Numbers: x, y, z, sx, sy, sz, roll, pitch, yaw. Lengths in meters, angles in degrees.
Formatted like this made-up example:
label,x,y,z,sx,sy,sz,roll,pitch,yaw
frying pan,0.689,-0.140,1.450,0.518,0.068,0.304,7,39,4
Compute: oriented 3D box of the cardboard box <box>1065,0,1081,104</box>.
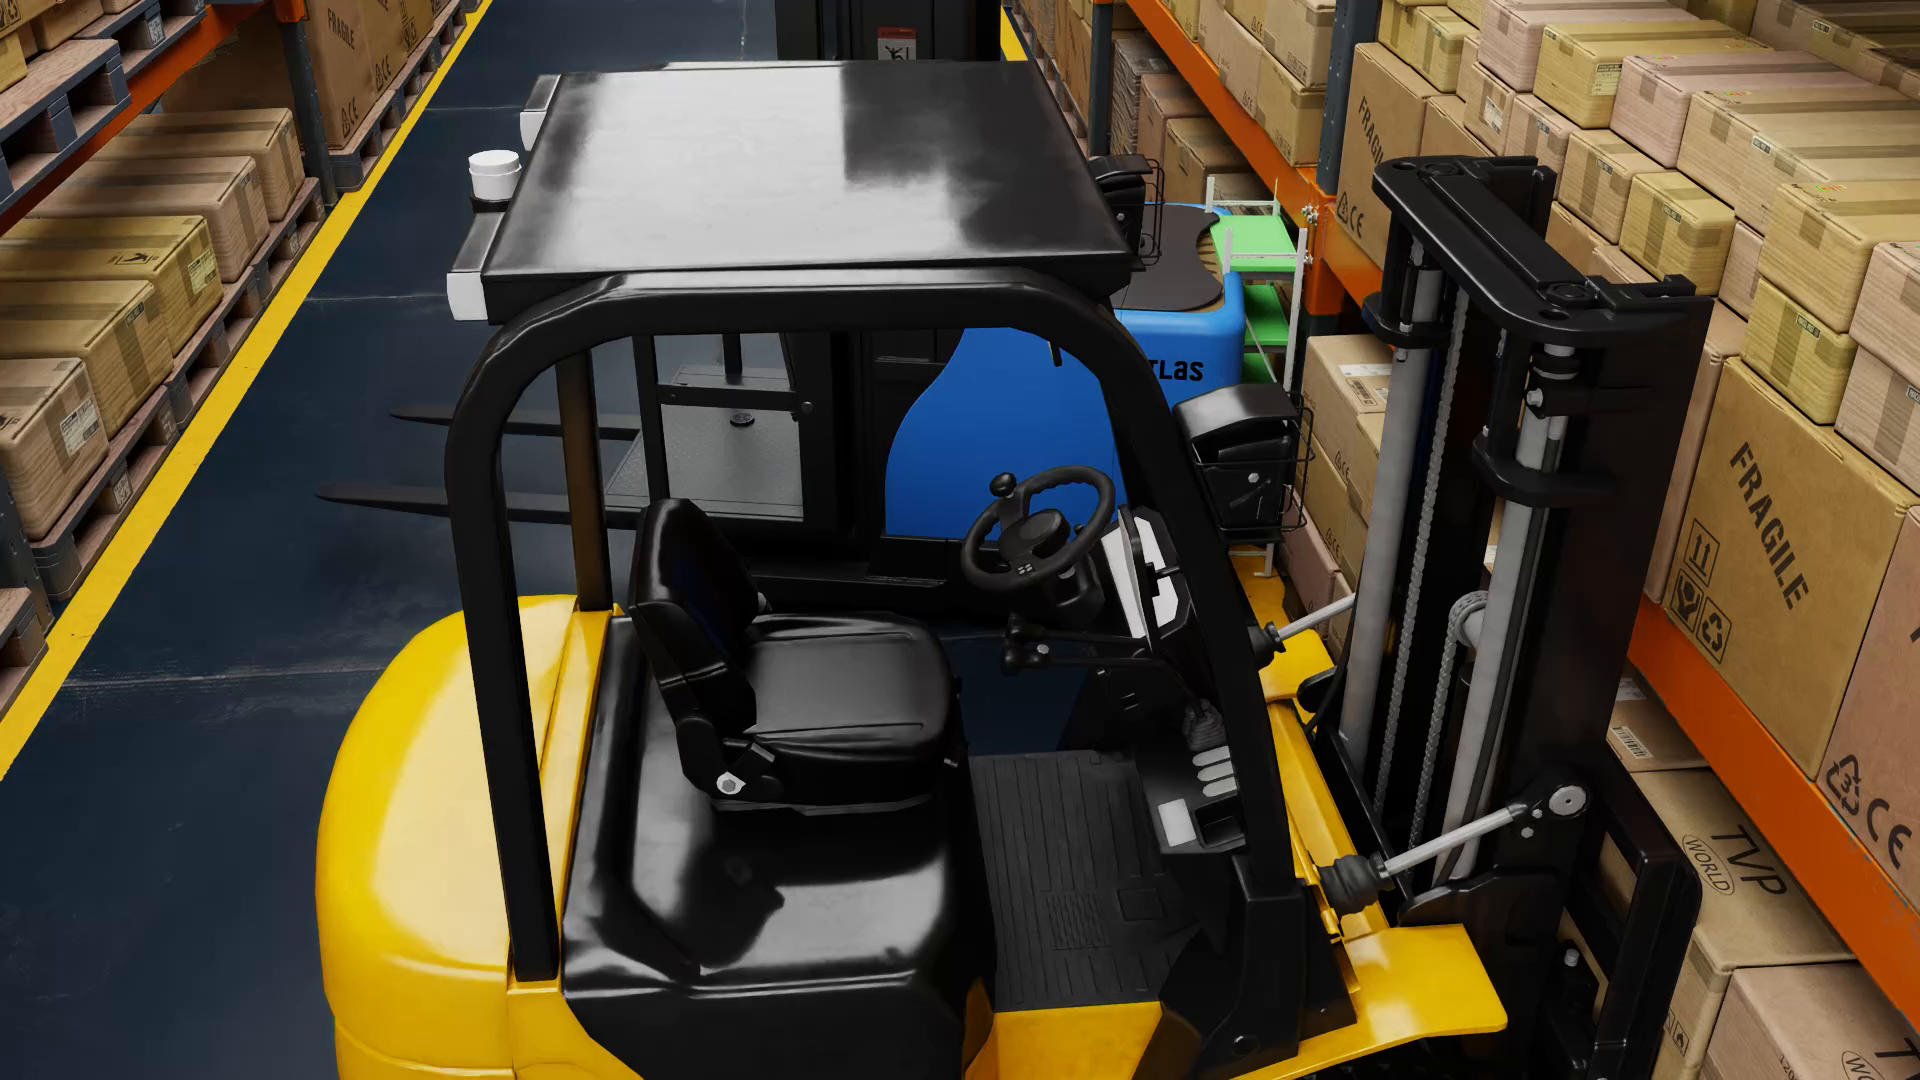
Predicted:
label,x,y,z,sx,sy,sz,roll,pitch,yaw
cardboard box,0.898,-2.822,9.578,0.500,0.500,0.500,-3,31,-5

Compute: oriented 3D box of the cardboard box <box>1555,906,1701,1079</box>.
label,x,y,z,sx,sy,sz,roll,pitch,yaw
cardboard box,1.473,0.864,3.163,0.500,0.250,0.500,-3,31,-6

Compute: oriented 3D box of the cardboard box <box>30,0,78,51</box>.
label,x,y,z,sx,sy,sz,roll,pitch,yaw
cardboard box,-3.217,-1.744,5.580,0.380,0.149,0.250,-2,31,-4

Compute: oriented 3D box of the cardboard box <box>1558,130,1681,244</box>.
label,x,y,z,sx,sy,sz,roll,pitch,yaw
cardboard box,1.420,-0.703,3.271,0.380,0.149,0.250,-4,31,-6

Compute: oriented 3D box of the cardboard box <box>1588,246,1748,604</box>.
label,x,y,z,sx,sy,sz,roll,pitch,yaw
cardboard box,1.482,-0.234,3.119,0.500,0.500,0.500,-3,31,-4

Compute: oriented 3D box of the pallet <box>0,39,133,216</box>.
label,x,y,z,sx,sy,sz,roll,pitch,yaw
pallet,-3.307,-1.287,5.166,1.003,0.211,1.213,-3,31,-5

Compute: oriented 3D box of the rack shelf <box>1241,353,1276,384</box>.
label,x,y,z,sx,sy,sz,roll,pitch,yaw
rack shelf,0.917,-0.470,5.481,0.258,0.148,0.480,0,30,1

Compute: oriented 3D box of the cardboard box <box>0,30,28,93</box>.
label,x,y,z,sx,sy,sz,roll,pitch,yaw
cardboard box,-3.132,-1.469,5.120,0.380,0.149,0.250,-2,31,-4

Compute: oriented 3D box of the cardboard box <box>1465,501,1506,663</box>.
label,x,y,z,sx,sy,sz,roll,pitch,yaw
cardboard box,1.390,0.136,3.893,0.500,0.250,0.500,-2,31,-3

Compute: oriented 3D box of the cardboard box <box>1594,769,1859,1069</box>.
label,x,y,z,sx,sy,sz,roll,pitch,yaw
cardboard box,1.471,0.664,3.010,0.500,0.250,0.500,-2,31,-4

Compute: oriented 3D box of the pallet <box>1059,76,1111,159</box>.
label,x,y,z,sx,sy,sz,roll,pitch,yaw
pallet,1.155,-2.440,9.628,1.003,0.211,1.213,-3,31,-5

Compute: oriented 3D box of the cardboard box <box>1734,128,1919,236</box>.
label,x,y,z,sx,sy,sz,roll,pitch,yaw
cardboard box,1.542,-0.574,2.766,0.380,0.149,0.250,-2,31,-4

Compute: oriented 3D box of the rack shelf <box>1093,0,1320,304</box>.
label,x,y,z,sx,sy,sz,roll,pitch,yaw
rack shelf,1.374,-1.924,6.747,1.077,0.370,4.000,-3,31,-5

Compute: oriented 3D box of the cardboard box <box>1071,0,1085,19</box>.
label,x,y,z,sx,sy,sz,roll,pitch,yaw
cardboard box,0.833,-3.017,9.272,0.380,0.149,0.250,-4,31,-7

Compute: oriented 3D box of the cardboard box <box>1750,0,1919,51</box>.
label,x,y,z,sx,sy,sz,roll,pitch,yaw
cardboard box,1.998,-1.123,3.684,0.380,0.149,0.250,-3,31,-6

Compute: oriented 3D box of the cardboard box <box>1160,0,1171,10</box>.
label,x,y,z,sx,sy,sz,roll,pitch,yaw
cardboard box,1.083,-2.431,7.042,0.500,0.250,0.500,-4,31,-6

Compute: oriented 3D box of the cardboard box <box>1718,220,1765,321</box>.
label,x,y,z,sx,sy,sz,roll,pitch,yaw
cardboard box,1.546,-0.440,2.831,0.380,0.149,0.250,-3,31,-5

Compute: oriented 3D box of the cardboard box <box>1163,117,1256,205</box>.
label,x,y,z,sx,sy,sz,roll,pitch,yaw
cardboard box,1.364,-1.418,7.106,0.875,0.625,0.625,-4,31,-7

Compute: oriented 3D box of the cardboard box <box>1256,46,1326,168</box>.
label,x,y,z,sx,sy,sz,roll,pitch,yaw
cardboard box,1.254,-1.392,5.301,0.500,0.250,0.500,-2,31,-3

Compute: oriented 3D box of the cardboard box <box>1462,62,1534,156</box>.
label,x,y,z,sx,sy,sz,roll,pitch,yaw
cardboard box,1.356,-0.964,3.709,0.380,0.149,0.250,-2,31,-3

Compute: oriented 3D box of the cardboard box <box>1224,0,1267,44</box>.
label,x,y,z,sx,sy,sz,roll,pitch,yaw
cardboard box,1.206,-1.862,5.602,0.500,0.250,0.500,-4,31,-6

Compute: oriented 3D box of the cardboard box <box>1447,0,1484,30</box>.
label,x,y,z,sx,sy,sz,roll,pitch,yaw
cardboard box,1.428,-1.355,4.074,0.380,0.149,0.250,-2,31,-4

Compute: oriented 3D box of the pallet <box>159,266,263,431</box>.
label,x,y,z,sx,sy,sz,roll,pitch,yaw
pallet,-3.572,-0.796,6.877,1.003,0.211,1.213,-3,31,-5

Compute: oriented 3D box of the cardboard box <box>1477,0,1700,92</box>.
label,x,y,z,sx,sy,sz,roll,pitch,yaw
cardboard box,1.364,-1.088,3.627,0.380,0.149,0.250,-2,31,-3

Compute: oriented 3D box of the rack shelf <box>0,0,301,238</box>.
label,x,y,z,sx,sy,sz,roll,pitch,yaw
rack shelf,-3.567,-1.684,6.346,1.077,0.370,4.000,-3,31,-5

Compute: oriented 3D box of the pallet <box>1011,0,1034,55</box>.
label,x,y,z,sx,sy,sz,roll,pitch,yaw
pallet,0.927,-3.685,11.714,1.003,0.211,1.213,-3,31,-5

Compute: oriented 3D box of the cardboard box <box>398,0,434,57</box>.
label,x,y,z,sx,sy,sz,roll,pitch,yaw
cardboard box,-3.898,-3.551,10.432,0.875,0.875,0.875,-2,31,-3

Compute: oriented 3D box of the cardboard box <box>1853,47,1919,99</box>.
label,x,y,z,sx,sy,sz,roll,pitch,yaw
cardboard box,1.979,-0.857,3.239,0.380,0.149,0.250,-3,31,-5

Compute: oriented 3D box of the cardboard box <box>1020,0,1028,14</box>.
label,x,y,z,sx,sy,sz,roll,pitch,yaw
cardboard box,0.694,-3.874,11.339,0.500,0.500,0.500,-3,31,-5

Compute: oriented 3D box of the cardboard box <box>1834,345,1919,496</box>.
label,x,y,z,sx,sy,sz,roll,pitch,yaw
cardboard box,1.523,-0.180,2.396,0.380,0.149,0.250,-4,31,-6

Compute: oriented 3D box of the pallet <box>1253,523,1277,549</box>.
label,x,y,z,sx,sy,sz,roll,pitch,yaw
pallet,1.453,-0.389,6.195,1.003,0.211,1.213,-3,31,-5

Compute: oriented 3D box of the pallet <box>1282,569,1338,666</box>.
label,x,y,z,sx,sy,sz,roll,pitch,yaw
pallet,1.594,0.394,4.885,1.003,0.211,1.213,-3,31,-5

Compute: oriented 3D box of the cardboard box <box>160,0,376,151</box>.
label,x,y,z,sx,sy,sz,roll,pitch,yaw
cardboard box,-3.736,-2.639,8.905,0.875,0.875,0.875,-3,31,-5

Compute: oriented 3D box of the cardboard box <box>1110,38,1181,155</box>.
label,x,y,z,sx,sy,sz,roll,pitch,yaw
cardboard box,1.232,-2.095,8.239,0.875,0.625,0.625,-2,31,-3

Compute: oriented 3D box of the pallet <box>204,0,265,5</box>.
label,x,y,z,sx,sy,sz,roll,pitch,yaw
pallet,-3.582,-2.573,7.319,1.213,0.211,1.003,-3,31,-5

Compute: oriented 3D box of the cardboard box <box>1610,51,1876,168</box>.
label,x,y,z,sx,sy,sz,roll,pitch,yaw
cardboard box,1.495,-0.830,3.194,0.380,0.149,0.250,-3,31,-5

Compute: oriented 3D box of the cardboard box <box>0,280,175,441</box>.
label,x,y,z,sx,sy,sz,roll,pitch,yaw
cardboard box,-3.502,-0.658,6.080,0.950,0.372,0.625,-1,31,-1

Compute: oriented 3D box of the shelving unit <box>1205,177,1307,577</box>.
label,x,y,z,sx,sy,sz,roll,pitch,yaw
shelving unit,0.916,-0.525,5.449,0.258,1.200,0.503,0,30,1

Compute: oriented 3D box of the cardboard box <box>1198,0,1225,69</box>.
label,x,y,z,sx,sy,sz,roll,pitch,yaw
cardboard box,1.185,-1.903,6.157,0.500,0.250,0.500,-3,31,-4

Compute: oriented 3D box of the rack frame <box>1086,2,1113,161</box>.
label,x,y,z,sx,sy,sz,roll,pitch,yaw
rack frame,1.187,-3.254,8.272,1.000,3.000,0.127,-3,31,-5

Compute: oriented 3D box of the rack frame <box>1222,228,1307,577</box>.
label,x,y,z,sx,sy,sz,roll,pitch,yaw
rack frame,0.912,-0.403,5.237,0.240,1.200,0.015,0,30,1

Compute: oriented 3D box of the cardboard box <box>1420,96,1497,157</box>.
label,x,y,z,sx,sy,sz,roll,pitch,yaw
cardboard box,1.408,-0.750,3.983,0.500,0.500,0.500,-2,31,-4

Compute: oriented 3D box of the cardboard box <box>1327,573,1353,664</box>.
label,x,y,z,sx,sy,sz,roll,pitch,yaw
cardboard box,1.340,0.310,4.578,0.500,0.250,0.500,-3,31,-6

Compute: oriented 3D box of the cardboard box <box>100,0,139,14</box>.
label,x,y,z,sx,sy,sz,roll,pitch,yaw
cardboard box,-3.212,-2.008,6.023,0.380,0.149,0.250,-2,31,-3

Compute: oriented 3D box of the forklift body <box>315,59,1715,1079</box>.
label,x,y,z,sx,sy,sz,roll,pitch,yaw
forklift body,-0.059,0.314,3.126,2.313,2.155,1.214,-3,31,-5

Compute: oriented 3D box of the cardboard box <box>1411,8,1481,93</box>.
label,x,y,z,sx,sy,sz,roll,pitch,yaw
cardboard box,1.355,-1.225,4.146,0.380,0.149,0.250,-2,31,-3

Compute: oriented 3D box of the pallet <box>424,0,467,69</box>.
label,x,y,z,sx,sy,sz,roll,pitch,yaw
pallet,-3.981,-3.469,11.351,1.003,0.211,1.213,-3,31,-5

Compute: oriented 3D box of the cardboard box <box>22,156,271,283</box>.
label,x,y,z,sx,sy,sz,roll,pitch,yaw
cardboard box,-3.634,-1.401,7.323,0.950,0.372,0.625,-3,31,-6

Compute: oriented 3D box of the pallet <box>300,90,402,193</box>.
label,x,y,z,sx,sy,sz,roll,pitch,yaw
pallet,-3.753,-2.223,9.266,1.003,0.211,1.213,-3,31,-5

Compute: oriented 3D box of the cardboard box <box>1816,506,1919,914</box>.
label,x,y,z,sx,sy,sz,roll,pitch,yaw
cardboard box,1.588,0.284,2.252,0.500,0.500,0.500,-2,31,-3

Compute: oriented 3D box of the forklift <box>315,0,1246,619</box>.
label,x,y,z,sx,sy,sz,roll,pitch,yaw
forklift,-0.621,-1.296,5.061,3.031,2.935,1.130,3,31,6

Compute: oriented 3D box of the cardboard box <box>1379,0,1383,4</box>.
label,x,y,z,sx,sy,sz,roll,pitch,yaw
cardboard box,1.308,-1.697,4.935,0.380,0.149,0.250,-2,31,-3

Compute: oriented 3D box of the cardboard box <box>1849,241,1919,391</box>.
label,x,y,z,sx,sy,sz,roll,pitch,yaw
cardboard box,1.502,-0.306,2.317,0.380,0.149,0.250,-2,31,-3

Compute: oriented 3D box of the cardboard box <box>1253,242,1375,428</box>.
label,x,y,z,sx,sy,sz,roll,pitch,yaw
cardboard box,1.501,-0.638,5.799,0.875,0.625,0.625,-1,31,-2

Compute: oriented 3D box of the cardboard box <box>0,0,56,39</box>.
label,x,y,z,sx,sy,sz,roll,pitch,yaw
cardboard box,-3.186,-1.831,5.094,0.500,0.500,0.500,-3,31,-4

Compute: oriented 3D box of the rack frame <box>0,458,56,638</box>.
label,x,y,z,sx,sy,sz,roll,pitch,yaw
rack frame,-3.380,-0.972,4.452,1.000,3.000,0.127,-3,31,-5

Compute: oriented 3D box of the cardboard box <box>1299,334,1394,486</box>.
label,x,y,z,sx,sy,sz,roll,pitch,yaw
cardboard box,1.294,-0.379,4.755,0.500,0.250,0.500,-3,31,-5

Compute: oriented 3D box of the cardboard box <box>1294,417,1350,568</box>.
label,x,y,z,sx,sy,sz,roll,pitch,yaw
cardboard box,1.299,-0.164,4.884,0.500,0.250,0.500,-3,31,-5

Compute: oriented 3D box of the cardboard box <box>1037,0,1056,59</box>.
label,x,y,z,sx,sy,sz,roll,pitch,yaw
cardboard box,0.779,-3.354,10.468,0.500,0.500,0.500,-4,31,-6
